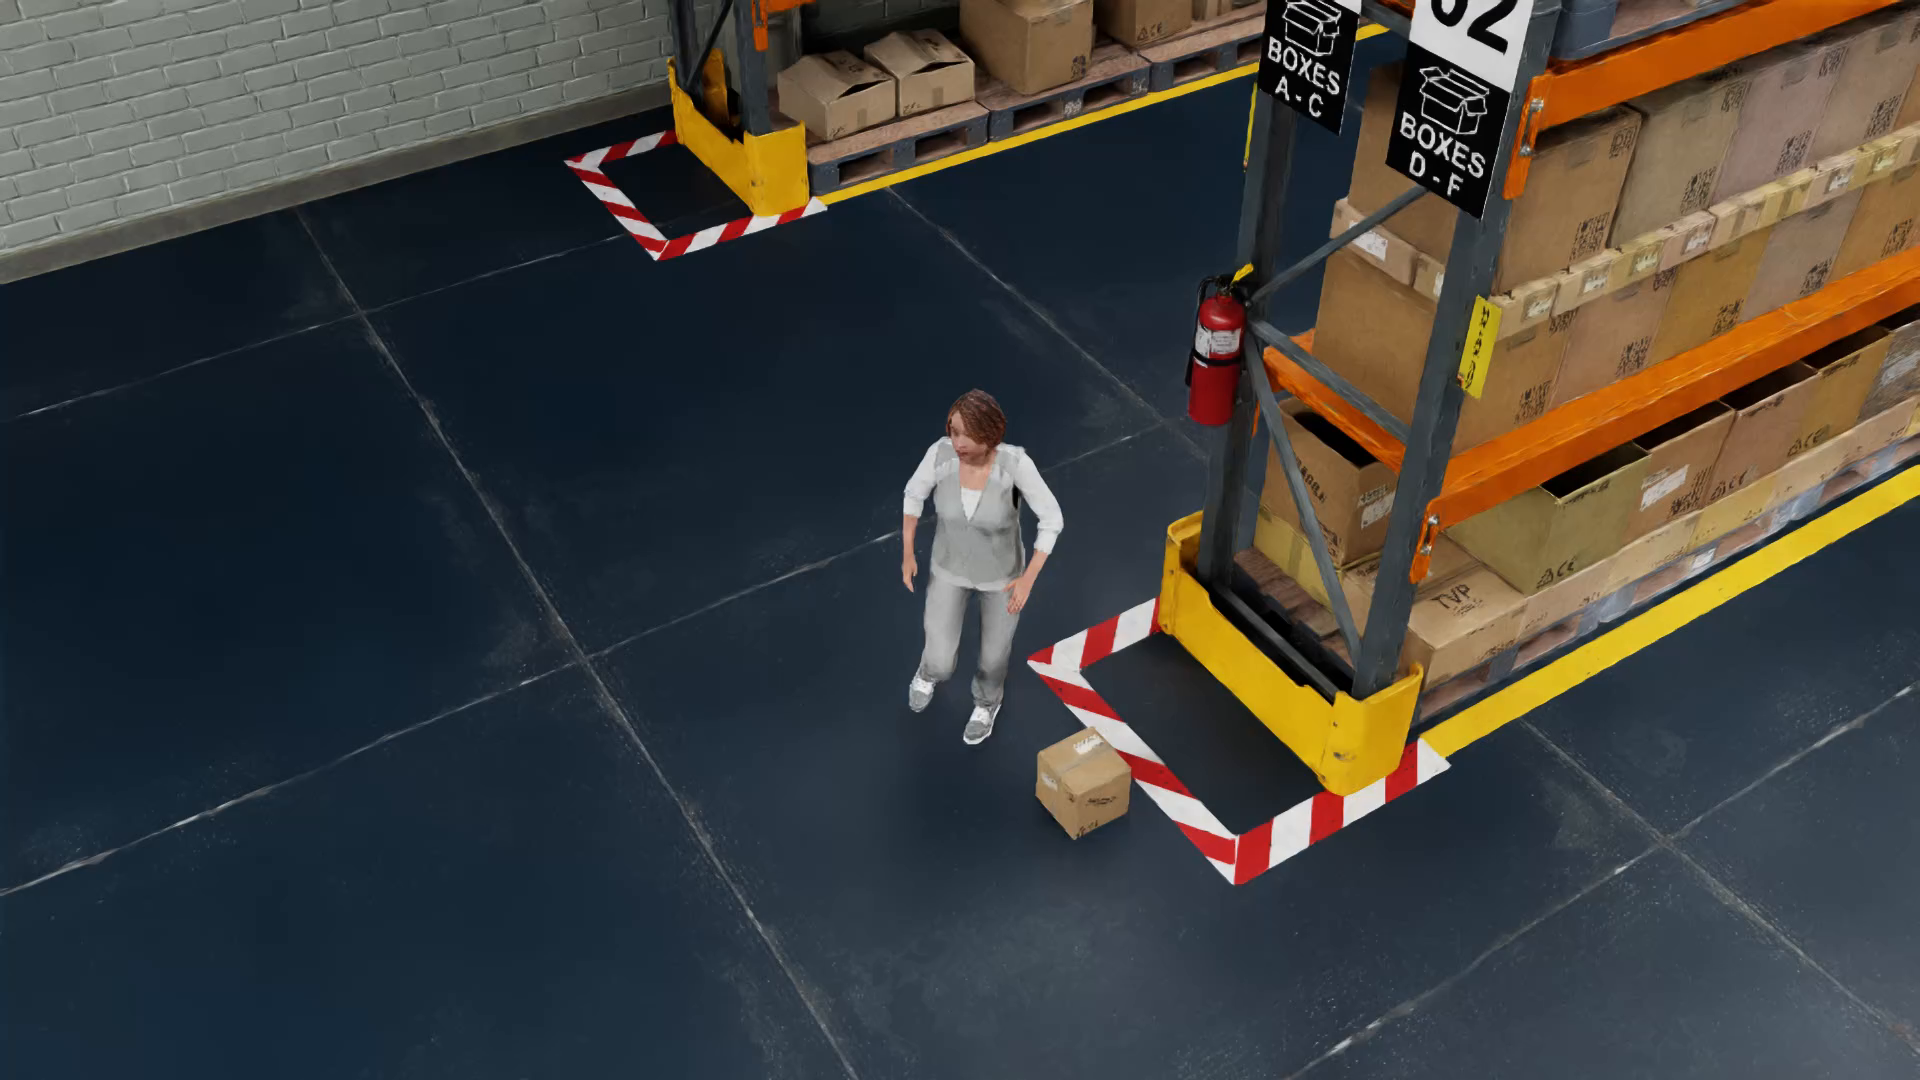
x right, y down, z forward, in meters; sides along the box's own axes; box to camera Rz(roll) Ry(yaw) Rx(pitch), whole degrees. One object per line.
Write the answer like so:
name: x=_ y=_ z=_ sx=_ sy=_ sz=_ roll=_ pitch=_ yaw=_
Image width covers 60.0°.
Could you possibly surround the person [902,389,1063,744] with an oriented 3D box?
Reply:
person: x=0.074 y=0.146 z=6.027 sx=0.579 sy=1.568 sz=0.442 roll=3 pitch=41 yaw=3
